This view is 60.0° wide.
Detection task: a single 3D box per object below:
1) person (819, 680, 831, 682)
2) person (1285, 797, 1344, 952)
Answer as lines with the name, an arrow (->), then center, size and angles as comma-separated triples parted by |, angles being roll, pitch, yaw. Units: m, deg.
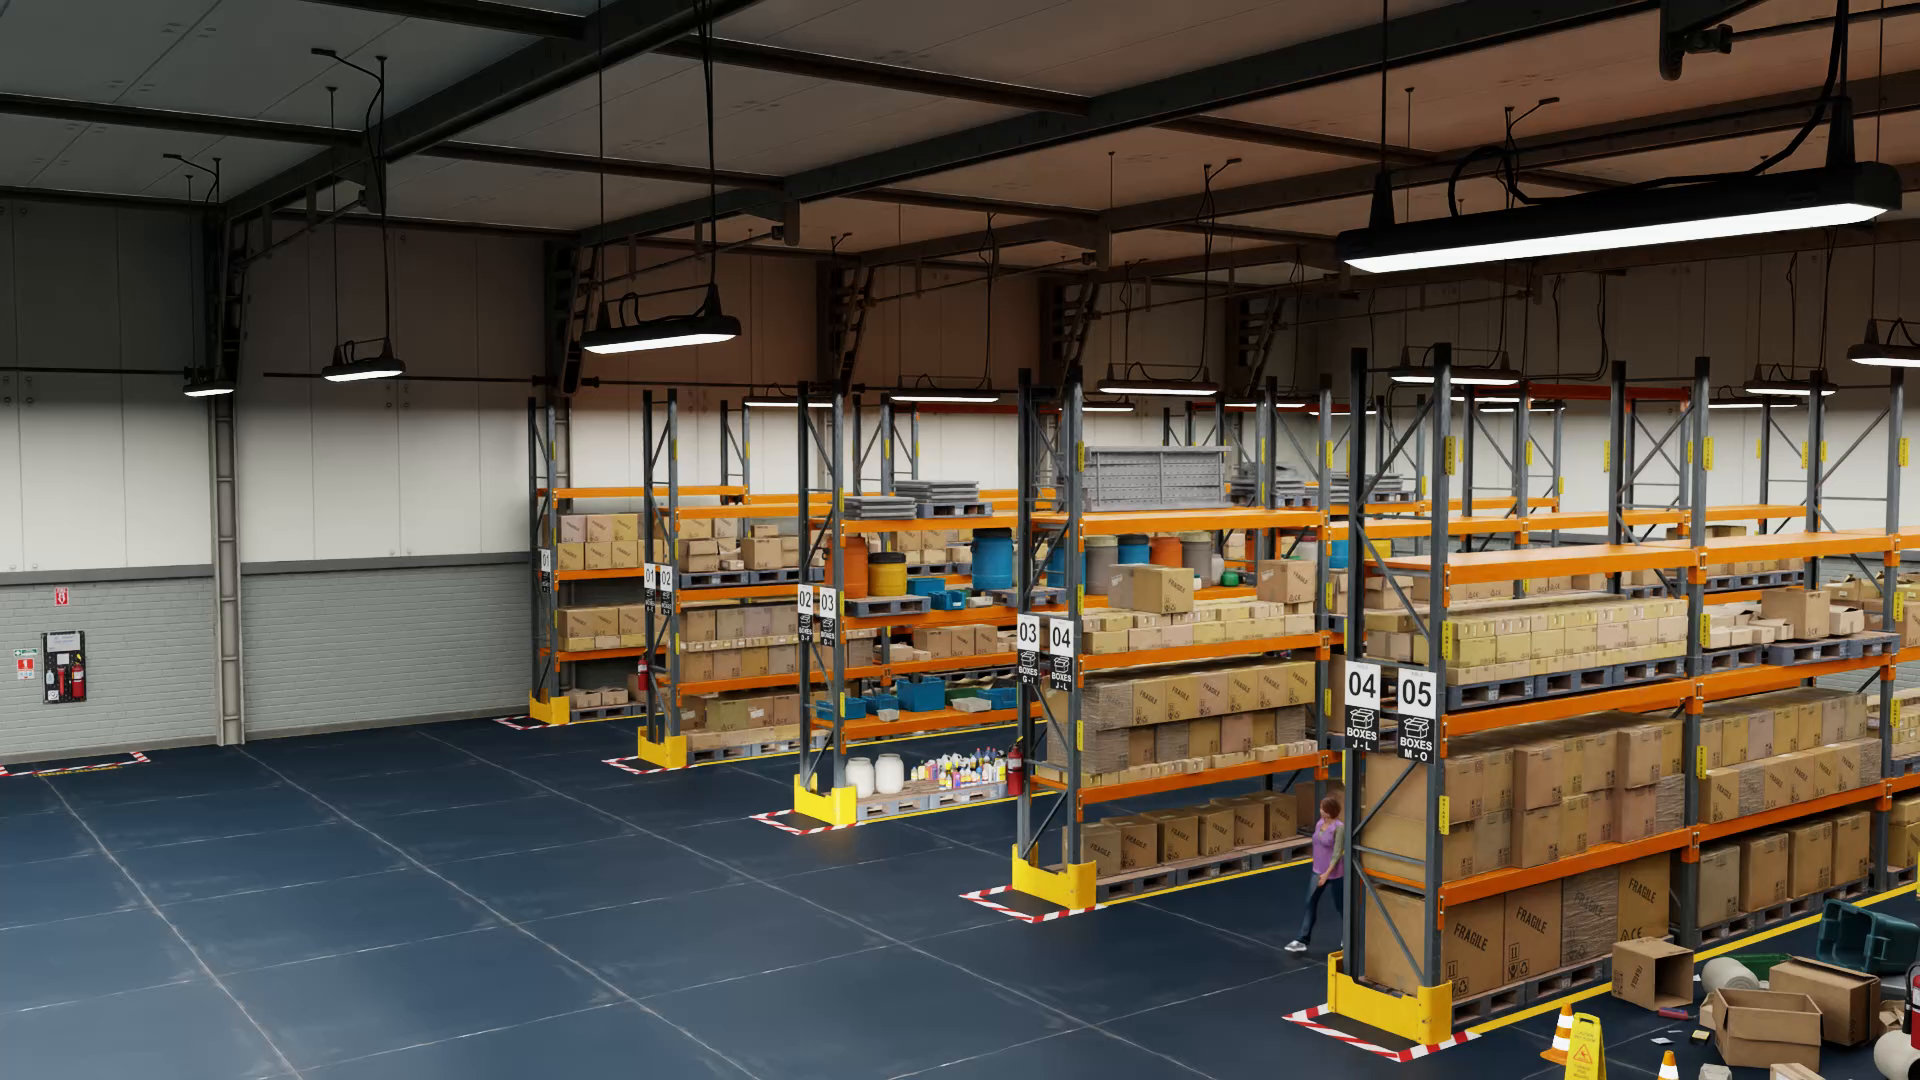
person -> -2.584, 2.447, 30.863 | 0.492, 1.782, 0.584 | -2, 4, -25
person -> 3.673, 3.373, 16.793 | 0.903, 1.552, 0.432 | -2, 4, -32
